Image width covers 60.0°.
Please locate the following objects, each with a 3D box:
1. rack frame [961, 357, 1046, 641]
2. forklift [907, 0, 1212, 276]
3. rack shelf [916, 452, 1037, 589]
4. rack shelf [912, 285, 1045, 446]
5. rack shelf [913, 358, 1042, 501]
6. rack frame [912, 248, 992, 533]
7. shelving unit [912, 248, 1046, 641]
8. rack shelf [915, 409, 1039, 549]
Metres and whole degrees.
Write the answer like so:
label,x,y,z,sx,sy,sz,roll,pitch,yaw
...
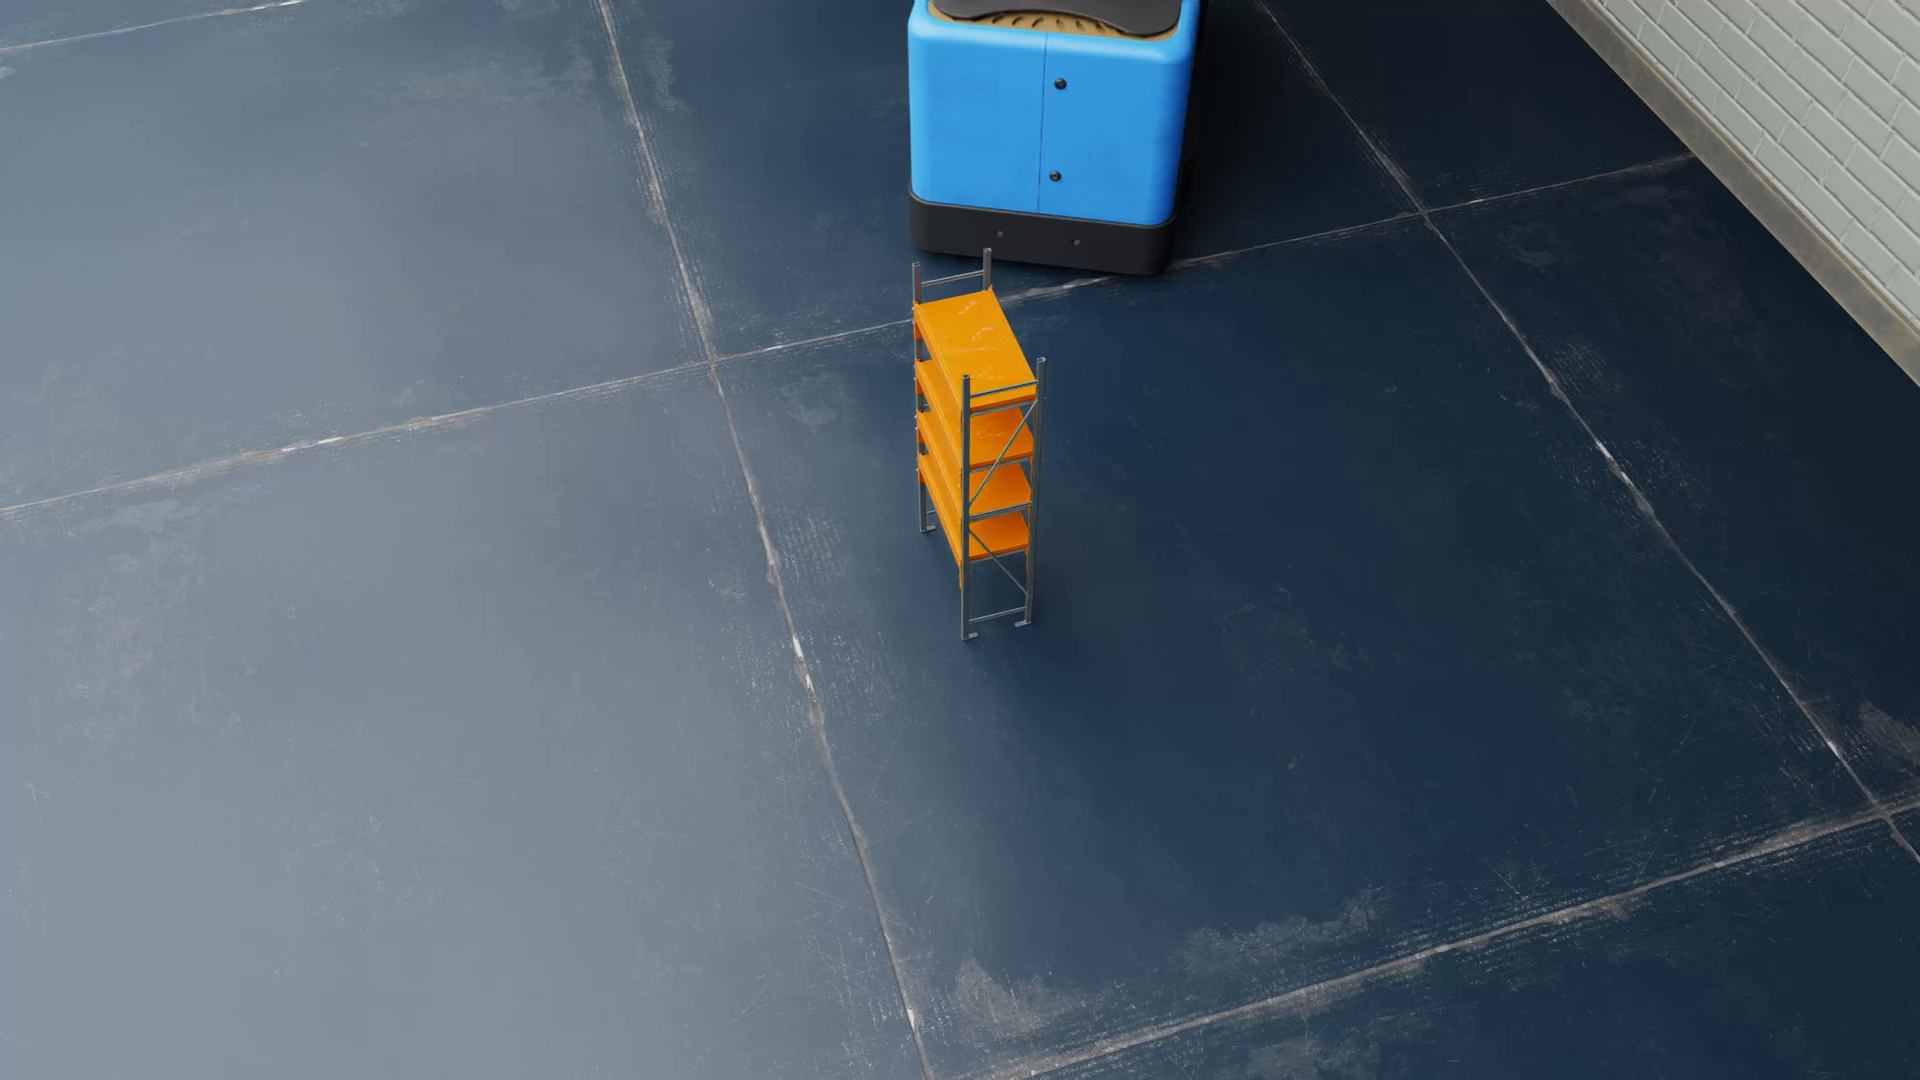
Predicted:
label,x,y,z,sx,sy,sz,roll,pitch,yaw
rack frame,0.121,-0.088,5.039,0.240,1.200,0.015,-13,51,-11
forklift,0.554,-3.132,6.473,1.130,2.935,3.031,7,50,6
rack shelf,0.049,-0.094,5.393,0.258,0.148,0.480,-13,51,-11
rack shelf,0.049,-0.519,4.889,0.258,0.148,0.480,-13,51,-11
rack shelf,0.049,-0.367,5.070,0.258,0.148,0.480,-13,51,-11
rack frame,-0.023,-0.444,5.340,0.240,1.200,0.015,-13,51,-11
shelving unit,0.049,-0.266,5.189,0.258,1.200,0.503,-13,51,-11
rack shelf,0.049,-0.222,5.241,0.258,0.148,0.480,-13,51,-11
